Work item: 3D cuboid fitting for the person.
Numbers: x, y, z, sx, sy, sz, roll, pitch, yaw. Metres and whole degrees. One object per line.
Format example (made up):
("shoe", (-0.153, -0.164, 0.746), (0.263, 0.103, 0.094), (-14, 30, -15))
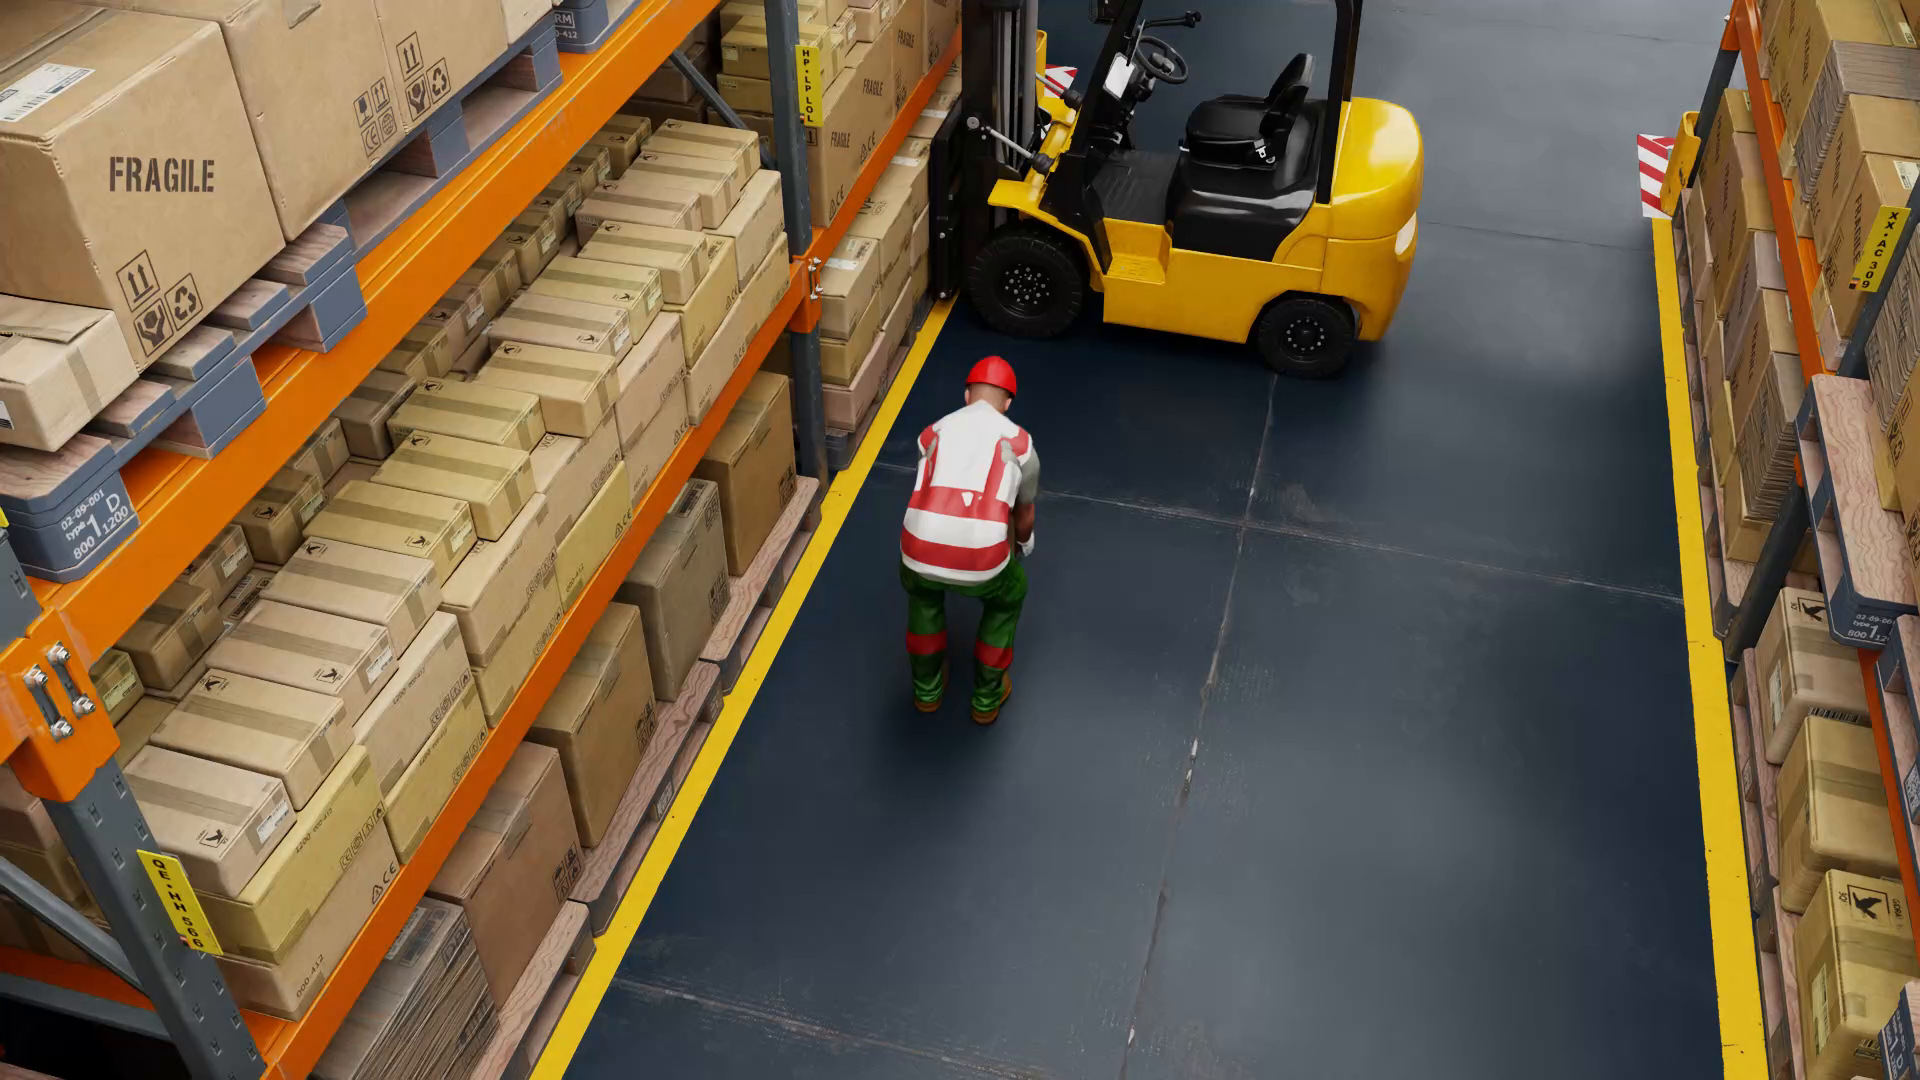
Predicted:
("person", (0.047, 0.021, 6.502), (0.503, 1.281, 0.922), (9, 41, 10))
